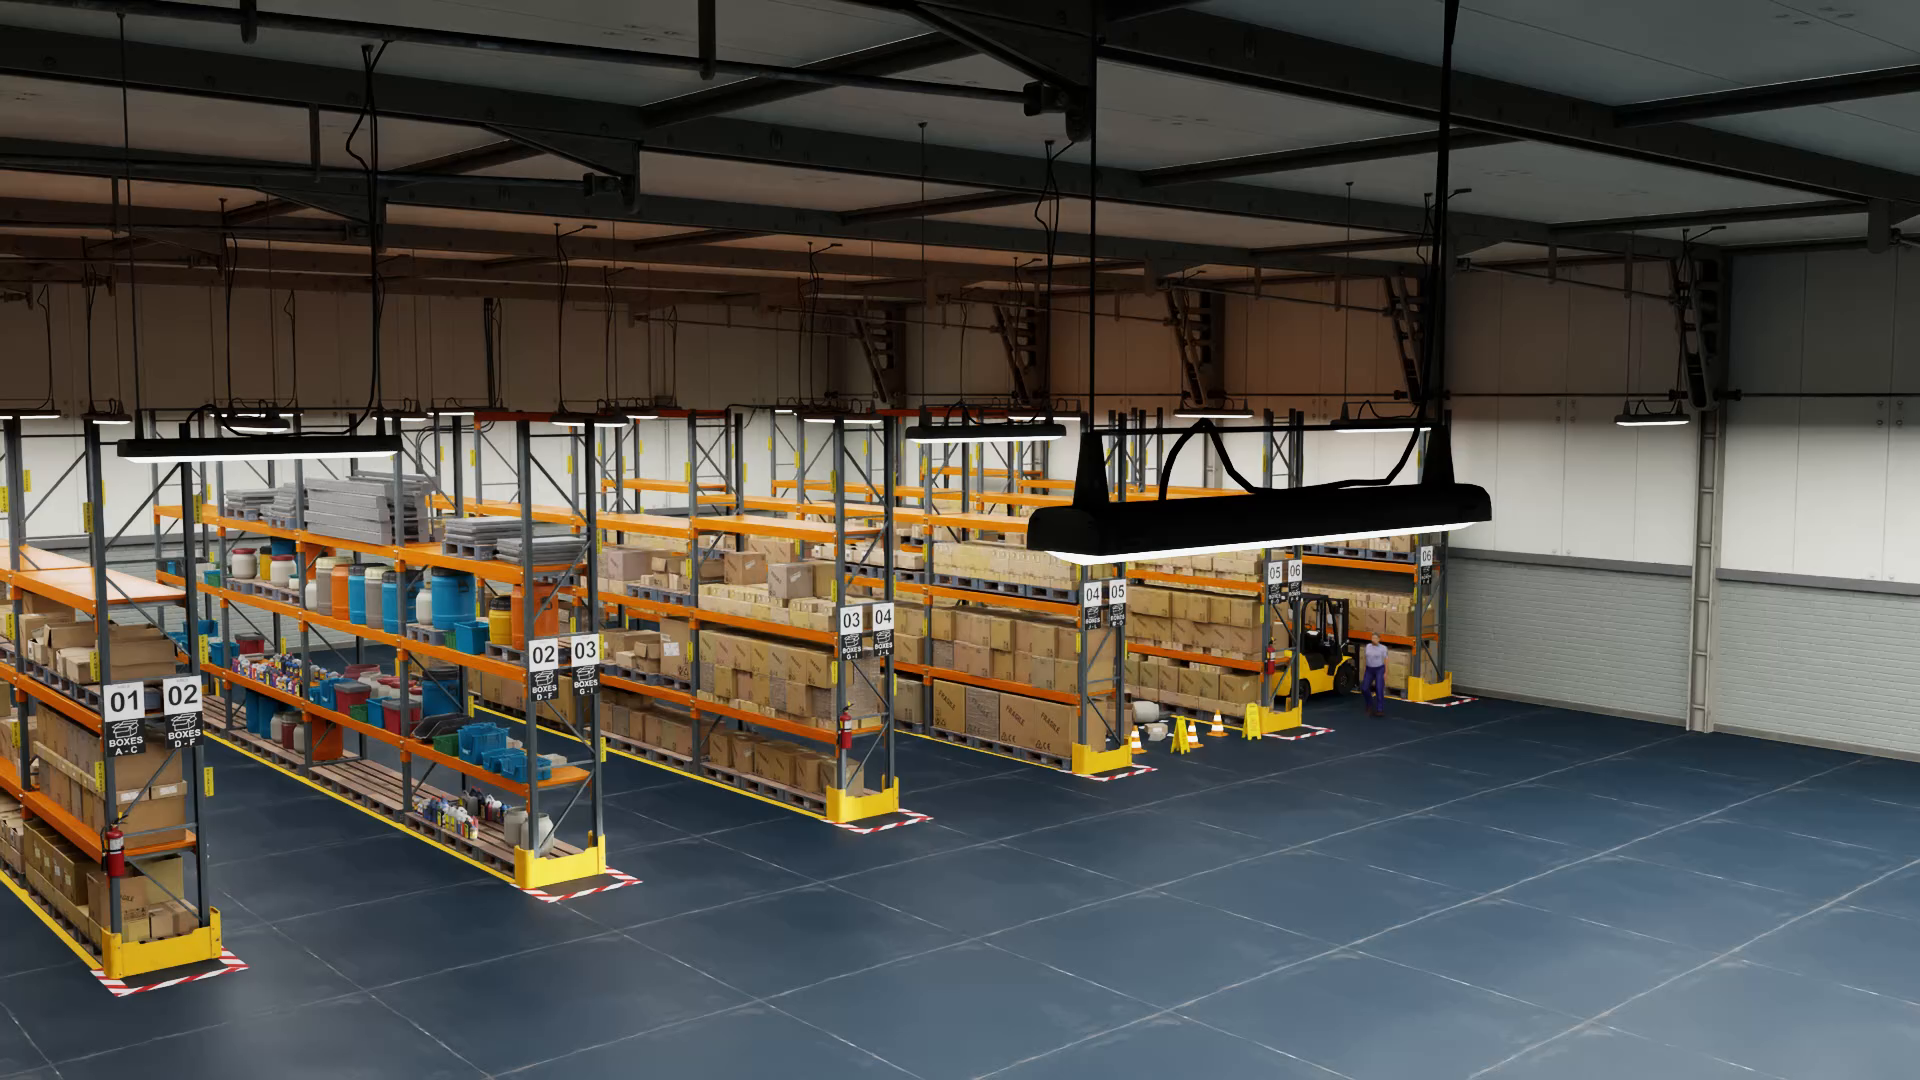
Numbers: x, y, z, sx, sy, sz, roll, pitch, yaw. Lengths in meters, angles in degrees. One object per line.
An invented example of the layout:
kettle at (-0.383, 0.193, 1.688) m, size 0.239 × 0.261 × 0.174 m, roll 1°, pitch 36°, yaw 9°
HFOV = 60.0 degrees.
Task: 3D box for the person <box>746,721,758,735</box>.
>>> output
person at (-3.910, 2.828, 30.518) m, size 0.471 × 1.655 × 0.517 m, roll -3°, pitch 6°, yaw -28°

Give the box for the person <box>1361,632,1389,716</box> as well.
person at (8.190, 2.670, 32.758) m, size 0.528 × 1.717 × 0.398 m, roll 4°, pitch 6°, yaw 37°
